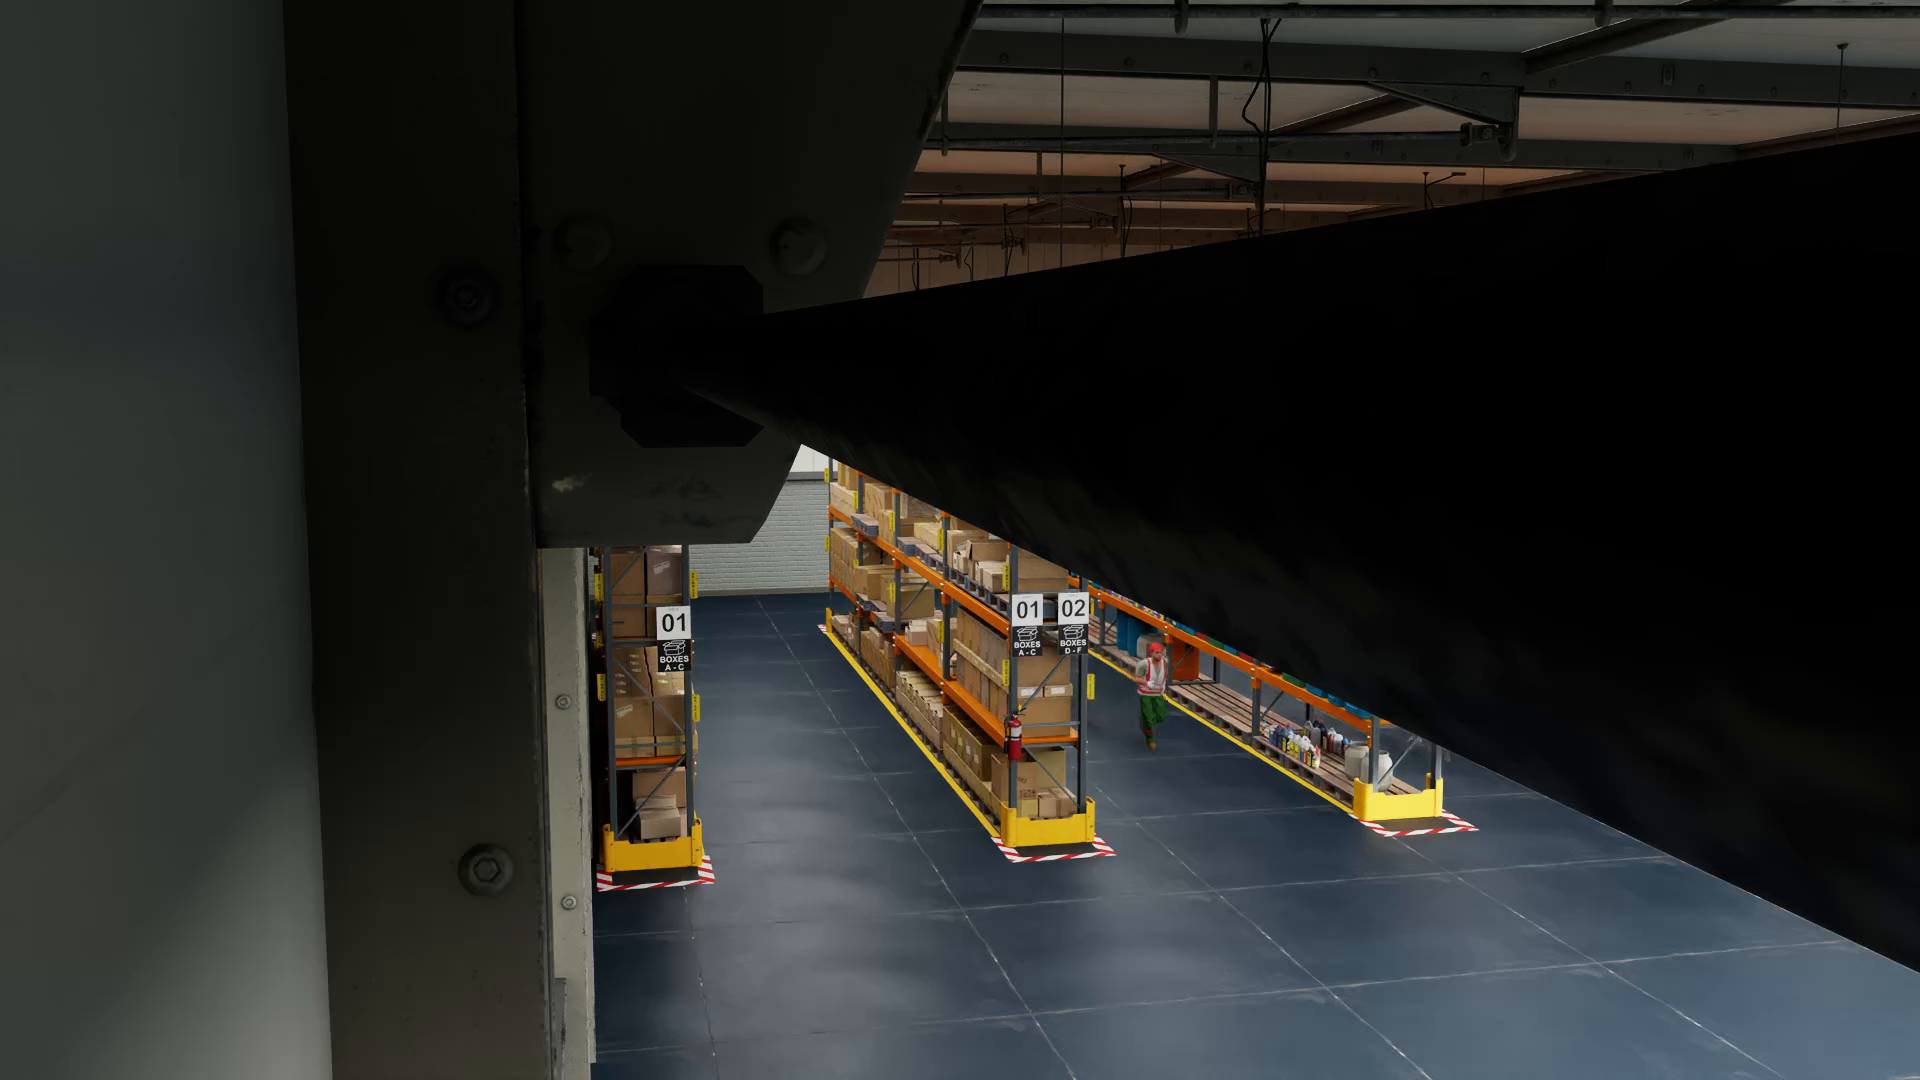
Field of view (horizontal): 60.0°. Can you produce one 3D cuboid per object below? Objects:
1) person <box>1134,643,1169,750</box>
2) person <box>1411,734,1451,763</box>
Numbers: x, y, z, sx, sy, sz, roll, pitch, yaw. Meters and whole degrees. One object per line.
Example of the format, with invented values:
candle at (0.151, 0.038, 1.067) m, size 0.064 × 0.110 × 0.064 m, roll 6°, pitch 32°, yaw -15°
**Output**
person at (3.005, 2.426, 25.892) m, size 0.650 × 1.723 × 0.719 m, roll -2°, pitch 7°, yaw -17°
person at (7.292, 2.454, 25.414) m, size 0.649 × 1.783 × 0.952 m, roll -4°, pitch 8°, yaw -31°
